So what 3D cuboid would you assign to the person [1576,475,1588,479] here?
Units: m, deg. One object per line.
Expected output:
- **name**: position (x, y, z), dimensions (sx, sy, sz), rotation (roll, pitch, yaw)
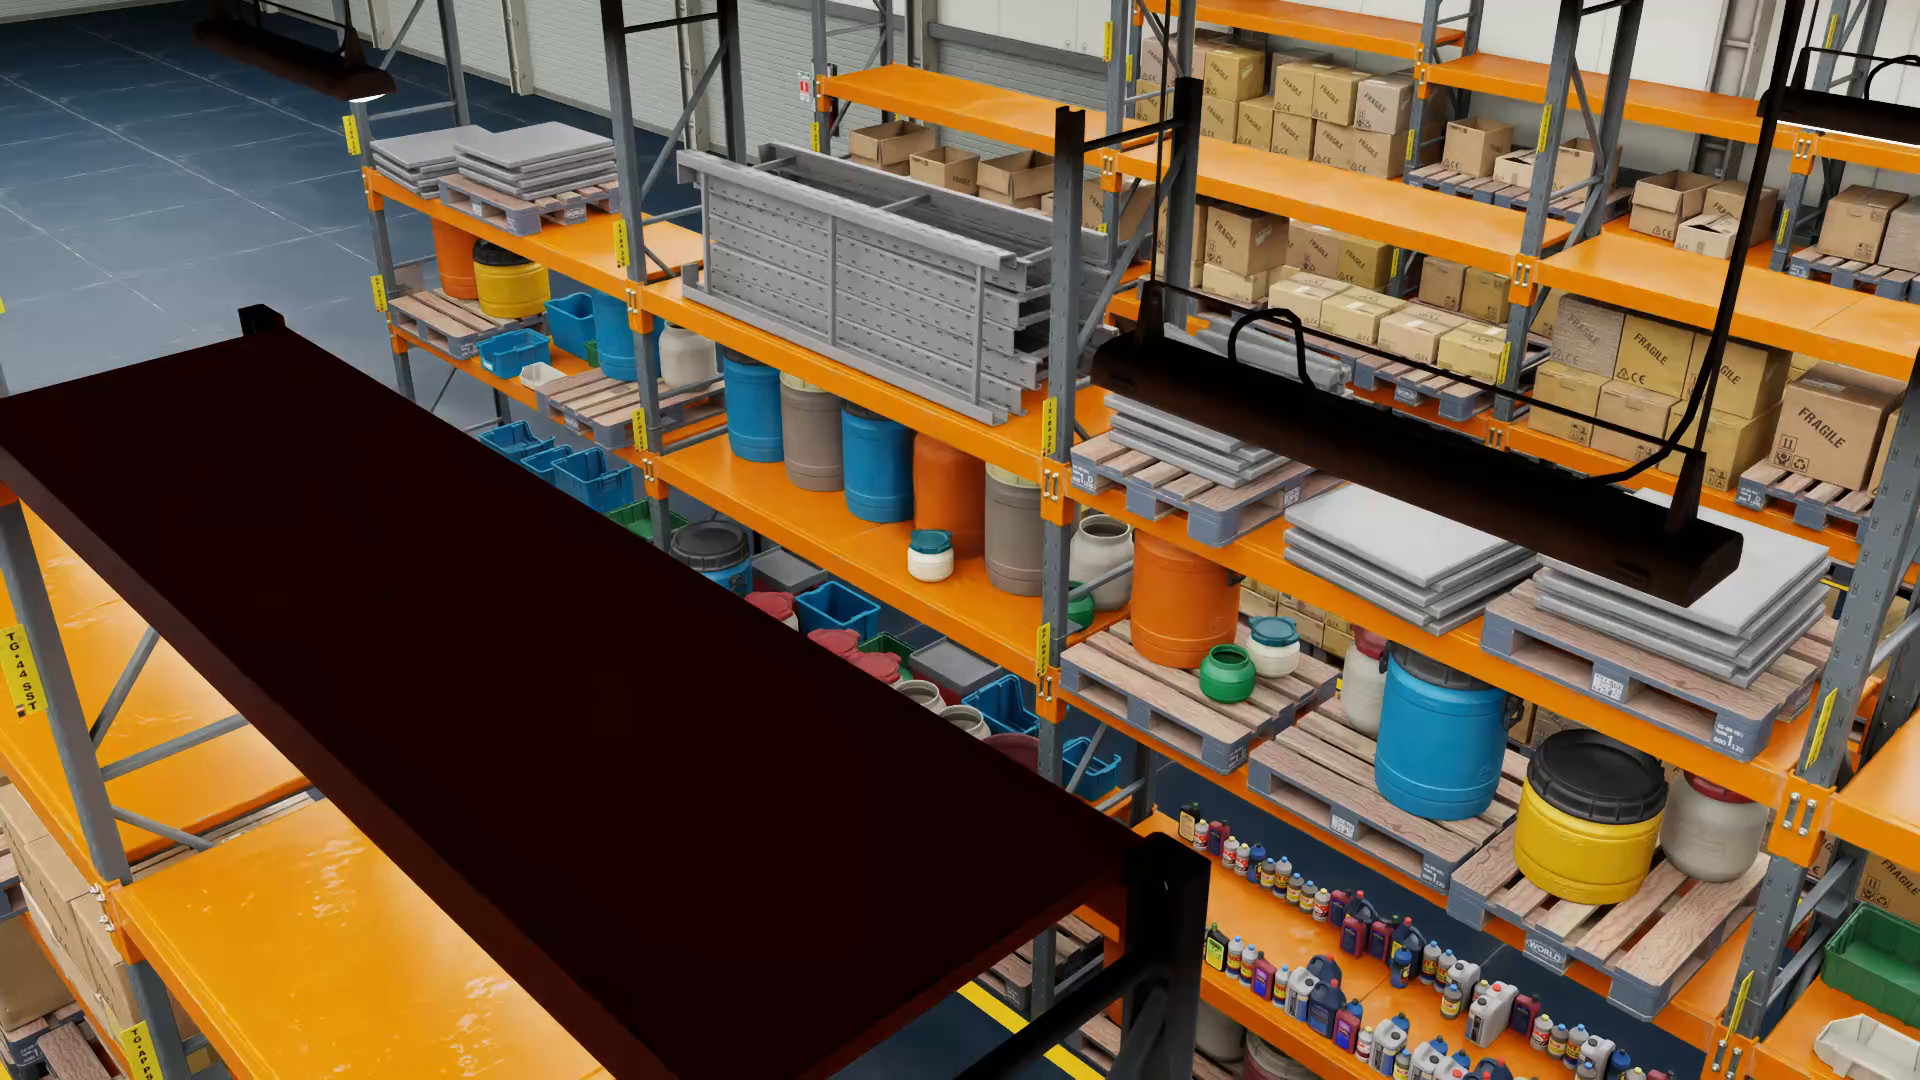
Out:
- **person**: position (5.335, 0.066, 15.016), dimensions (0.497, 1.622, 0.623), rotation (-22, 35, -35)
